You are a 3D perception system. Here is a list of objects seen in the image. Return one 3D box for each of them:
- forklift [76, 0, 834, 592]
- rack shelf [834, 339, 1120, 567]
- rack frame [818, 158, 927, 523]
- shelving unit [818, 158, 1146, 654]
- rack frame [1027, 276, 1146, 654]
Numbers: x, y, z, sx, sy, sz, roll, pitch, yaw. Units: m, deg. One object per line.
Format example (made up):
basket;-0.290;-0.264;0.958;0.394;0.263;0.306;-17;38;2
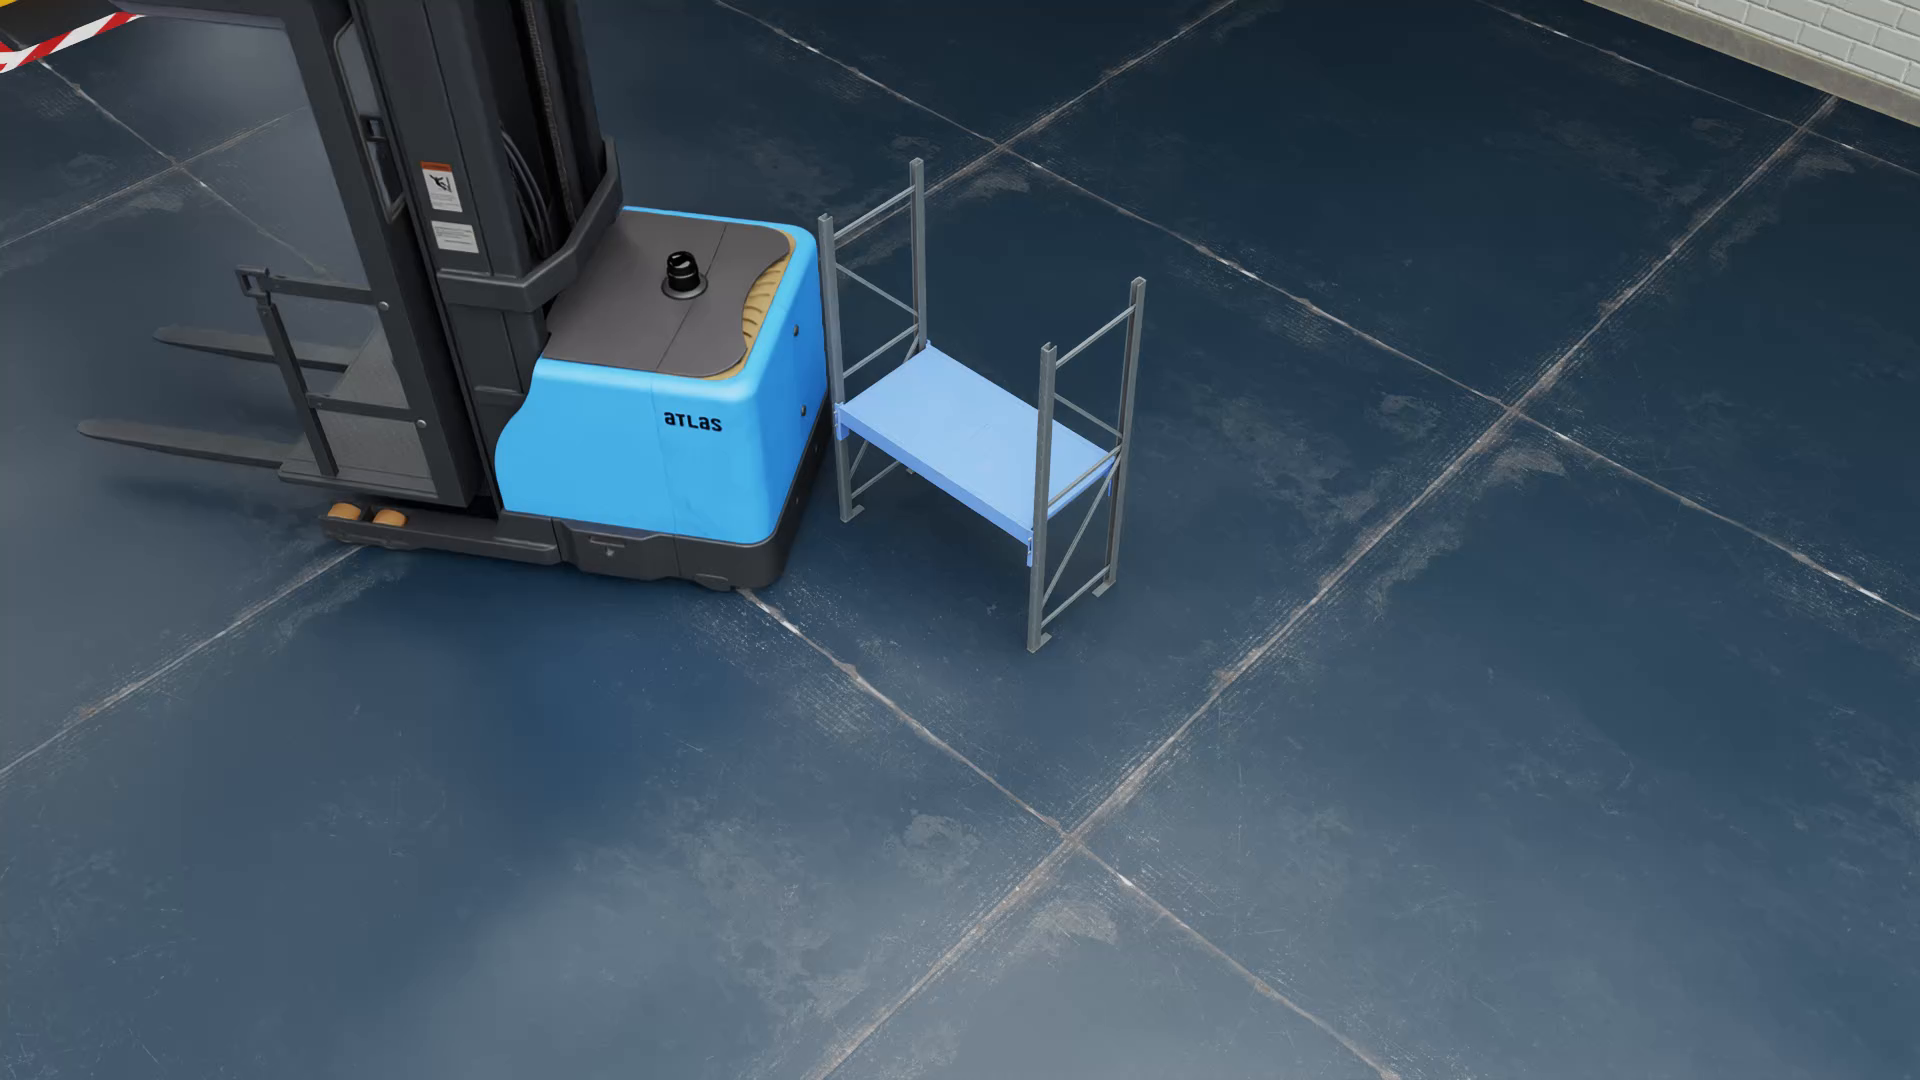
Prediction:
forklift;-2.107;-1.335;5.993;3.031;2.935;1.130;8;47;7
rack shelf;0.063;-0.348;6.295;1.000;0.185;0.538;34;55;28
rack frame;-0.311;-0.723;6.400;0.032;1.500;0.500;34;55;28
shelving unit;0.063;-0.471;6.164;1.048;1.500;0.538;34;55;28
rack frame;0.436;-0.220;5.928;0.032;1.500;0.500;34;55;28
